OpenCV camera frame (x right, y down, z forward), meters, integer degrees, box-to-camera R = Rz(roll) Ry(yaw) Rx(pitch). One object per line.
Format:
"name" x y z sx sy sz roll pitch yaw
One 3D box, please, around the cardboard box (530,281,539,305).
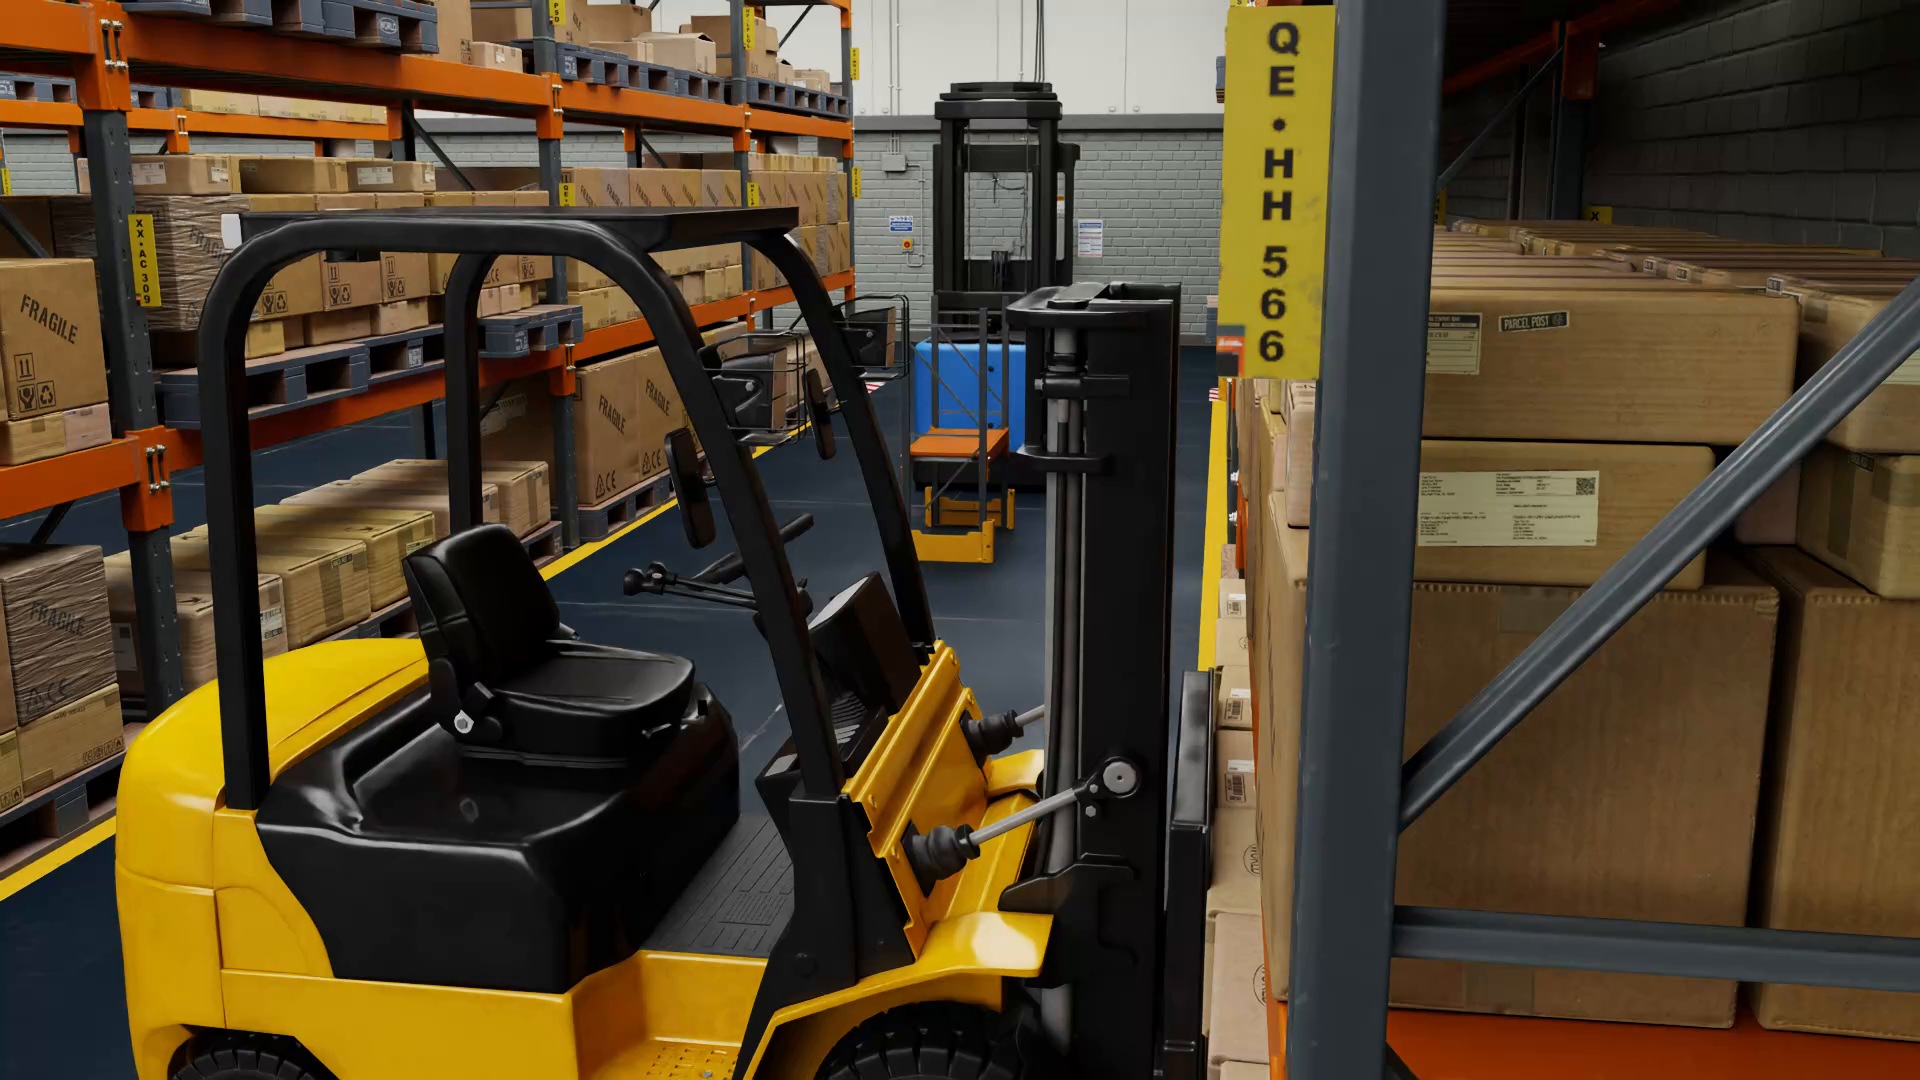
"cardboard box" -2.675 -1.436 9.637 0.380 0.149 0.250 2 12 11

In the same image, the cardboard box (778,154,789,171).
"cardboard box" -1.747 -3.387 14.938 0.380 0.149 0.250 2 12 7

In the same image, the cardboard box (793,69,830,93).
"cardboard box" -1.607 -4.645 16.931 0.500 0.250 0.500 1 12 3

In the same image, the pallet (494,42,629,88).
"pallet" -2.810 -2.939 10.340 1.213 0.211 1.003 2 12 11

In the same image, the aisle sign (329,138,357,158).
"aisle sign" -6.818 -4.530 18.222 0.394 0.787 0.004 2 12 9

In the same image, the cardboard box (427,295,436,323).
"cardboard box" -2.877 -1.166 8.383 0.380 0.149 0.250 2 12 9

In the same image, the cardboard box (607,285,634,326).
"cardboard box" -2.472 -1.557 10.956 0.500 0.250 0.500 2 12 7

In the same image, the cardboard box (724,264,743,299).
"cardboard box" -2.062 -2.087 13.415 0.500 0.250 0.500 2 12 7

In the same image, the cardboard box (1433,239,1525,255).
"cardboard box" 0.895 -0.516 3.286 0.380 0.149 0.250 2 12 9

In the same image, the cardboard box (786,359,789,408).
"cardboard box" -2.039 -1.342 14.686 0.875 0.438 0.875 2 12 8

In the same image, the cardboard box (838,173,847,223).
"cardboard box" -1.465 -3.524 17.116 0.500 0.500 0.500 2 12 11

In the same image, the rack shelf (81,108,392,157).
"rack shelf" -6.841 -3.933 16.208 1.077 0.370 4.000 2 12 9

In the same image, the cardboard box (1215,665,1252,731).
"cardboard box" 0.895 0.514 4.145 0.500 0.250 0.500 2 12 11

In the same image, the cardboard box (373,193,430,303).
"cardboard box" -2.882 -1.399 7.924 0.500 0.500 0.500 1 12 6

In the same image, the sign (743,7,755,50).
"sign" -1.704 -4.120 13.394 0.100 0.325 0.005 2 12 9

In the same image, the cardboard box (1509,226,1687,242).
"cardboard box" 1.599 -0.711 4.191 0.380 0.149 0.250 2 12 8

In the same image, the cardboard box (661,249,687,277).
"cardboard box" -2.274 -2.014 11.888 0.500 0.250 0.500 2 12 10

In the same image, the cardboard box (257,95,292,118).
"cardboard box" -6.649 -4.095 15.609 0.500 0.250 0.500 2 12 11

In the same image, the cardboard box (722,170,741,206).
"cardboard box" -2.062 -2.699 13.285 0.500 0.500 0.500 2 12 10

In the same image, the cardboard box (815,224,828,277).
"cardboard box" -1.601 -2.823 16.237 0.500 0.500 0.500 2 12 10

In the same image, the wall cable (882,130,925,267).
"wall cable" -0.782 -4.781 23.074 0.585 1.953 0.123 2 12 9

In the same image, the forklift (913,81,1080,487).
"forklift" 0.367 -2.084 13.205 1.130 2.935 3.031 2 12 8

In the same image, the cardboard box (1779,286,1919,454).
"cardboard box" 1.081 -0.178 1.718 0.380 0.149 0.250 2 12 8

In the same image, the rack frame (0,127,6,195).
"rack frame" -11.419 -3.416 19.224 1.000 3.000 0.127 2 12 9

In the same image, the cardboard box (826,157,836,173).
"cardboard box" -1.456 -3.758 16.662 0.380 0.149 0.250 2 12 8

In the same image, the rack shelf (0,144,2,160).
"rack shelf" -11.726 -4.114 17.052 1.077 0.370 4.000 2 12 9

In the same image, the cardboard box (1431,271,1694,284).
"cardboard box" 0.672 -0.249 2.047 0.380 0.149 0.250 2 12 9

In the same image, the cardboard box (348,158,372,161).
"cardboard box" -6.436 -3.708 17.264 0.500 0.500 0.500 1 12 7

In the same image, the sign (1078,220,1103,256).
"sign" 1.791 -4.152 22.863 0.329 0.494 0.001 2 12 9

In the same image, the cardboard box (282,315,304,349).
"cardboard box" -3.060 -0.897 7.136 0.380 0.149 0.250 3 12 12

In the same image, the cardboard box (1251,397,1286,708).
"cardboard box" 0.802 0.022 3.035 0.500 0.500 0.500 2 12 8

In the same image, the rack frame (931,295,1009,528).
"rack frame" 0.065 -0.821 10.744 0.500 1.500 0.032 2 12 9

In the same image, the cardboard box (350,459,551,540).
"cardboard box" -2.954 -0.233 9.695 0.950 0.372 0.625 1 12 5

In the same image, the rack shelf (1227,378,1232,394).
"rack shelf" 2.356 -1.334 11.271 1.077 0.370 4.000 2 12 9

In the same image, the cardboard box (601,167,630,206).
"cardboard box" -2.473 -2.165 10.811 0.500 0.500 0.500 2 12 9

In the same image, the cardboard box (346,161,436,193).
"cardboard box" -2.830 -1.796 8.229 0.380 0.149 0.250 1 12 6

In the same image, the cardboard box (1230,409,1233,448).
"cardboard box" 2.367 -0.992 12.913 0.500 0.500 0.500 2 12 11

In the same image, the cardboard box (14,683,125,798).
"cardboard box" -3.297 0.674 5.777 0.500 0.250 0.500 2 12 11

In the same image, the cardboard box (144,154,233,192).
"cardboard box" -6.838 -3.171 14.769 0.500 0.500 0.500 2 12 10

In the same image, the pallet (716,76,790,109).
"pallet" -2.106 -3.855 14.352 1.003 0.211 1.213 2 12 9

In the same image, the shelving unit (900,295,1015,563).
"shelving unit" -0.012 -0.717 10.262 0.587 1.500 1.083 2 12 9

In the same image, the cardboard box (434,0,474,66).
"cardboard box" -3.013 -2.748 8.766 0.700 0.500 0.500 2 12 9

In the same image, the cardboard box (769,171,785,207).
"cardboard box" -1.845 -2.996 14.665 0.500 0.500 0.500 2 12 8

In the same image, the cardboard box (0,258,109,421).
"cardboard box" -3.295 -0.691 5.634 0.500 0.500 0.500 2 12 7

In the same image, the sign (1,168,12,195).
"sign" -10.885 -4.077 18.982 0.100 0.325 0.005 2 12 9

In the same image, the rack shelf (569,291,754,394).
"rack shelf" -2.549 -1.494 12.014 1.077 0.370 4.000 2 12 9

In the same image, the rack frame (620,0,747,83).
"rack frame" -2.242 -5.195 13.238 1.000 3.000 0.127 2 12 9

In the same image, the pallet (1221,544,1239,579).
"pallet" 1.883 0.264 8.768 1.003 0.211 1.213 2 12 9

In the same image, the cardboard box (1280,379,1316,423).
"cardboard box" 0.749 -0.266 2.830 0.380 0.149 0.250 1 12 7

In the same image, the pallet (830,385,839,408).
"pallet" -1.672 -1.563 17.244 1.003 0.211 1.213 2 12 9

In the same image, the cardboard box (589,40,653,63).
"cardboard box" -2.384 -3.421 11.685 0.380 0.166 0.250 3 13 13

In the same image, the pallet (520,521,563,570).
"pallet" -2.979 0.096 9.546 1.003 0.211 1.213 2 12 9

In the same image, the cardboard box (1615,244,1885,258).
"cardboard box" 1.387 -0.445 2.957 0.380 0.149 0.250 2 12 7

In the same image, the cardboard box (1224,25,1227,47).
"cardboard box" 2.184 -3.797 12.529 0.380 0.149 0.250 2 12 10

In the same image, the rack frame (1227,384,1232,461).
"rack frame" 2.663 -2.102 13.127 1.000 3.000 0.127 2 12 9
